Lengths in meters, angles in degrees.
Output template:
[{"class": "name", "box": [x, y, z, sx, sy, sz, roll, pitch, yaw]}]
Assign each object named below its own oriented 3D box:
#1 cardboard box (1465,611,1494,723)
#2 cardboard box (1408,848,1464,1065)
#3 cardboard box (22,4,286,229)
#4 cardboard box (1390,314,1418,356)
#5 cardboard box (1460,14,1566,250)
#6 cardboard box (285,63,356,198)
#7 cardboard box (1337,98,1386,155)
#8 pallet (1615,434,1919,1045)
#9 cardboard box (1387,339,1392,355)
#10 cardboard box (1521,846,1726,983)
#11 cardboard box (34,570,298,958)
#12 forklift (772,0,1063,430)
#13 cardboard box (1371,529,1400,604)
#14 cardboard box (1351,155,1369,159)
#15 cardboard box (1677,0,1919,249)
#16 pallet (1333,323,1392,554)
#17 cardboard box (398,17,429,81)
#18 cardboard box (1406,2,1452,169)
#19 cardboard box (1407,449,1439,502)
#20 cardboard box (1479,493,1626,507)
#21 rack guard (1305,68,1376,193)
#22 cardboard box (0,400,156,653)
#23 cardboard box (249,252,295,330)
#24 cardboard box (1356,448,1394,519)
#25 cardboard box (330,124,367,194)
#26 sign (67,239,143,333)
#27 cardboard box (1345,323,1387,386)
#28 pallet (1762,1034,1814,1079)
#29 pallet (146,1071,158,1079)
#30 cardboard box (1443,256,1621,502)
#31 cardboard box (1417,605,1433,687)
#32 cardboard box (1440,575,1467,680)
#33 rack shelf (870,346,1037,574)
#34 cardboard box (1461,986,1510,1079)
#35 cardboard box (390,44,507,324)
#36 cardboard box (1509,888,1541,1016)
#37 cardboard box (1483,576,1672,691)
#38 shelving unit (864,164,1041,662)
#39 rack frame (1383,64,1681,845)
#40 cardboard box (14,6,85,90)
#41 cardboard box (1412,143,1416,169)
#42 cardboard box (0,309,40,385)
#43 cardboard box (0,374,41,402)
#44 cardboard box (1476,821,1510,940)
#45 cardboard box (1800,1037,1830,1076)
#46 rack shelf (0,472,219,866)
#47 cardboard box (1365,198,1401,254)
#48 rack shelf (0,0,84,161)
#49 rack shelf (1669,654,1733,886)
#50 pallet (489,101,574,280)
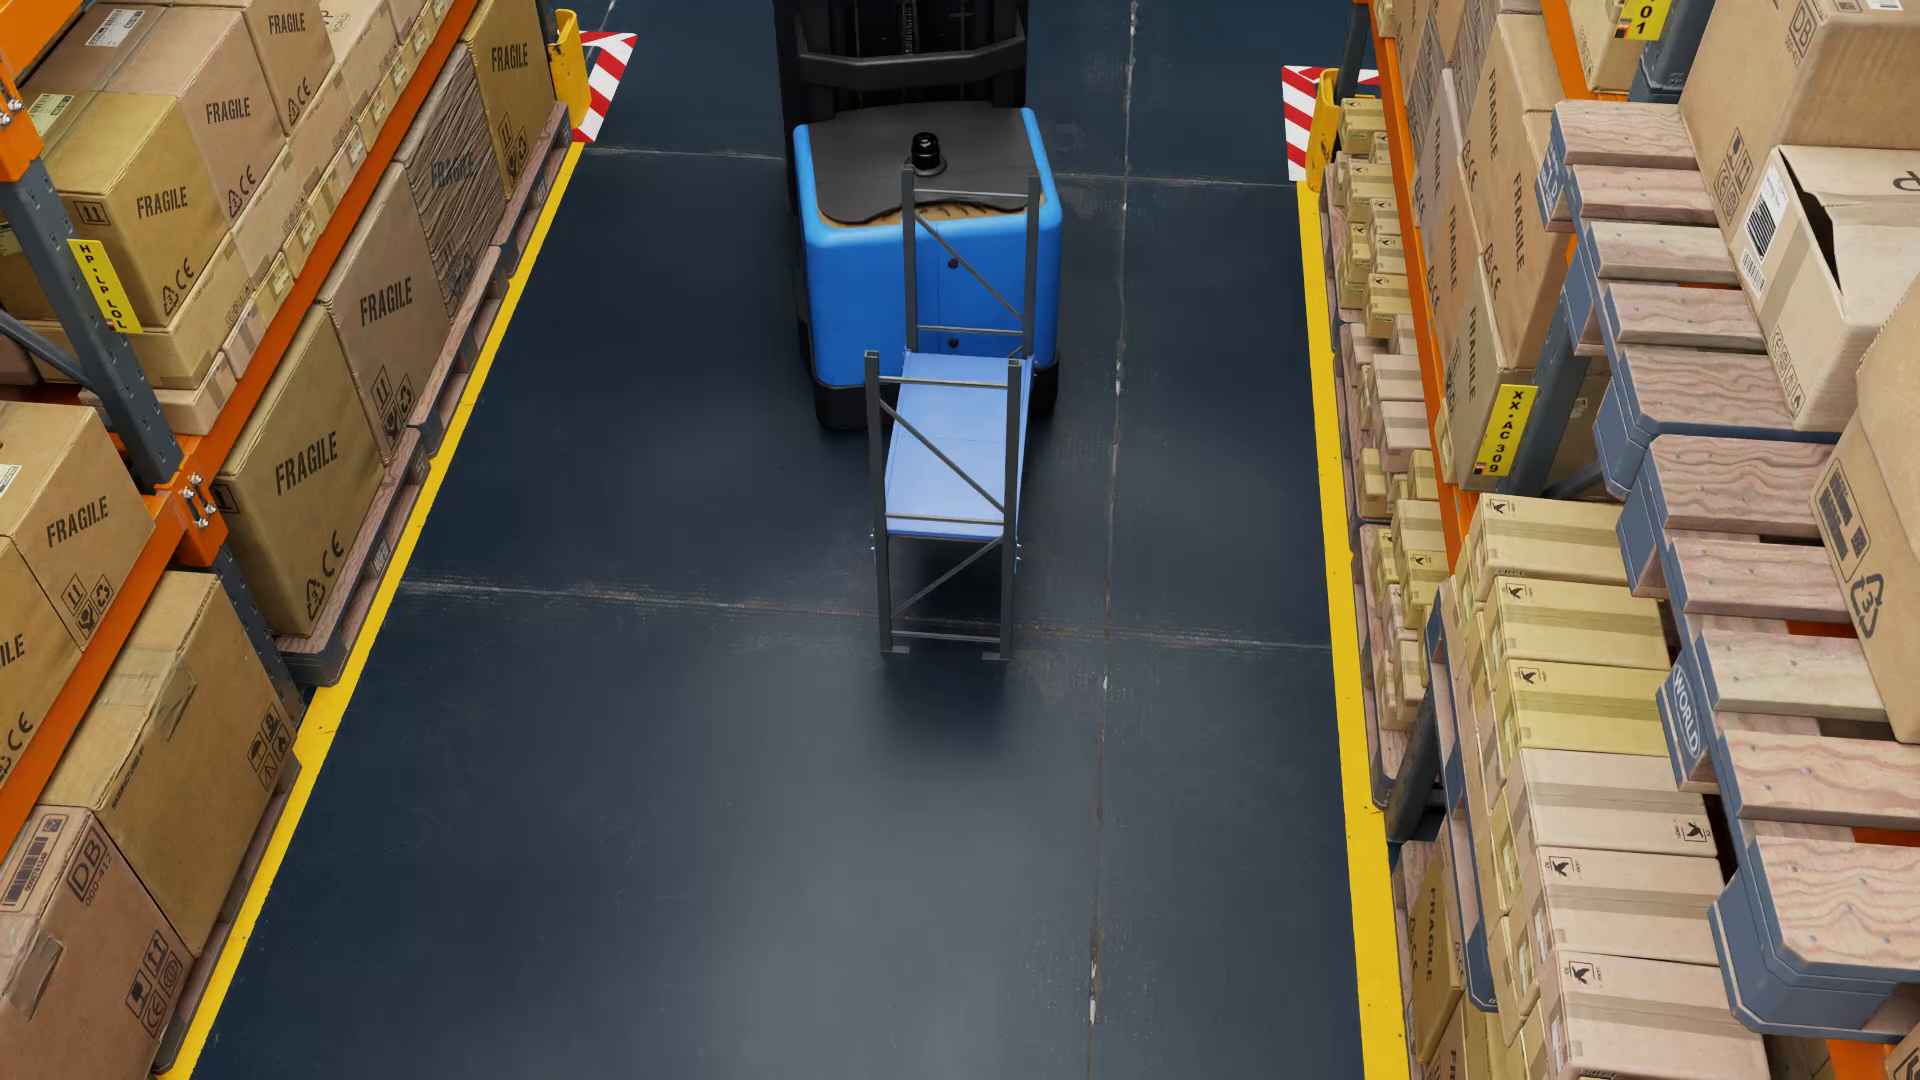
[{"class": "cardboard box", "box": [1.477, 0.326, 4.129, 0.380, 0.149, 0.250, 3, 48, 3]}, {"class": "cardboard box", "box": [1.661, 1.261, 4.999, 0.500, 0.500, 0.500, 6, 48, 5]}, {"class": "cardboard box", "box": [-2.587, -1.372, 5.390, 0.500, 0.500, 0.500, 4, 48, 4]}, {"class": "cardboard box", "box": [1.943, -0.764, 6.686, 0.380, 0.149, 0.250, 4, 48, 4]}, {"class": "cardboard box", "box": [1.808, -1.181, 4.876, 0.500, 0.500, 0.500, 3, 48, 2]}, {"class": "cardboard box", "box": [-2.542, -1.497, 6.012, 0.500, 0.250, 0.500, 5, 48, 4]}, {"class": "cardboard box", "box": [1.971, -1.923, 7.746, 0.380, 0.149, 0.250, 2, 48, 2]}, {"class": "pallet", "box": [1.739, 0.294, 2.569, 1.213, 0.211, 1.003, 4, 48, 4]}, {"class": "cardboard box", "box": [1.994, -0.849, 6.966, 0.380, 0.149, 0.250, 6, 48, 6]}, {"class": "cardboard box", "box": [1.405, 0.800, 3.494, 0.380, 0.149, 0.250, 4, 48, 3]}, {"class": "cardboard box", "box": [-2.976, 0.673, 5.282, 1.225, 0.875, 0.875, 4, 48, 4]}, {"class": "forklift", "box": [-0.284, -2.560, 7.131, 1.130, 2.935, 3.031, -6, 48, -5]}, {"class": "cardboard box", "box": [1.724, 0.104, 6.094, 0.380, 0.149, 0.250, 2, 48, 2]}, {"class": "cardboard box", "box": [2.053, -1.817, 7.851, 0.380, 0.149, 0.250, 6, 48, 5]}, {"class": "cardboard box", "box": [1.848, -0.882, 3.165, 0.700, 0.500, 0.500, 4, 48, 4]}, {"class": "pallet", "box": [2.127, -0.419, 7.016, 1.003, 0.211, 1.213, 4, 48, 4]}, {"class": "cardboard box", "box": [-2.393, -2.003, 6.745, 0.380, 0.149, 0.250, 4, 48, 4]}, {"class": "cardboard box", "box": [1.920, -1.599, 5.936, 0.500, 0.500, 0.500, 3, 48, 3]}, {"class": "cardboard box", "box": [1.866, -0.184, 6.156, 0.380, 0.149, 0.250, 5, 48, 5]}, {"class": "cardboard box", "box": [1.785, -0.107, 5.011, 0.380, 0.149, 0.250, 3, 48, 3]}, {"class": "rack guard", "box": [2.350, -2.006, 8.271, 1.175, 0.500, 0.348, 4, 48, 4]}, {"class": "cardboard box", "box": [-2.709, -0.045, 4.717, 0.500, 0.500, 0.500, 4, 48, 4]}, {"class": "cardboard box", "box": [-2.532, -0.870, 5.709, 0.380, 0.149, 0.250, 5, 48, 5]}, {"class": "cardboard box", "box": [1.783, -0.217, 6.589, 0.380, 0.149, 0.250, 4, 48, 3]}, {"class": "cardboard box", "box": [-2.462, -1.436, 6.227, 0.380, 0.149, 0.250, 4, 48, 4]}, {"class": "sign", "box": [-2.397, -0.708, 4.660, 0.100, 0.325, 0.005, 4, 48, 4]}, {"class": "cardboard box", "box": [1.862, -0.789, 7.112, 0.380, 0.149, 0.250, 2, 48, 2]}, {"class": "pallet", "box": [1.767, 1.581, 3.427, 1.003, 0.211, 1.213, 4, 48, 4]}, {"class": "pallet", "box": [-3.042, 2.039, 4.768, 1.003, 0.211, 1.213, 4, 48, 4]}, {"class": "cardboard box", "box": [1.755, -0.474, 4.908, 0.500, 0.500, 0.500, 4, 48, 4]}, {"class": "cardboard box", "box": [1.765, 0.375, 5.644, 0.380, 0.149, 0.250, 5, 48, 5]}, {"class": "cardboard box", "box": [1.498, 0.236, 4.413, 0.380, 0.149, 0.250, 2, 48, 2]}, {"class": "rack shelf", "box": [-0.008, -0.322, 6.298, 0.538, 0.185, 1.000, 4, 48, 4]}, {"class": "cardboard box", "box": [1.616, 1.400, 4.364, 0.500, 0.250, 0.500, 5, 48, 5]}, {"class": "cardboard box", "box": [-2.635, -1.593, 7.356, 0.875, 0.875, 0.875, 4, 48, 4]}, {"class": "cardboard box", "box": [1.408, 0.905, 3.599, 0.380, 0.149, 0.250, 6, 48, 5]}, {"class": "cardboard box", "box": [1.479, 0.240, 4.006, 0.380, 0.149, 0.250, 5, 48, 5]}, {"class": "shelving unit", "box": [-0.008, -0.443, 6.165, 0.538, 1.500, 1.048, 4, 48, 4]}, {"class": "rack frame", "box": [1.992, 0.034, 4.712, 1.000, 3.000, 0.127, 4, 48, 4]}, {"class": "cardboard box", "box": [-3.112, -1.400, 5.416, 0.500, 0.500, 0.500, 4, 48, 4]}, {"class": "cardboard box", "box": [1.909, -1.454, 6.244, 0.380, 0.149, 0.250, 5, 48, 5]}, {"class": "cardboard box", "box": [-3.159, -0.765, 5.343, 0.500, 0.250, 0.500, 3, 48, 3]}, {"class": "cardboard box", "box": [-3.236, -0.535, 5.403, 0.380, 0.149, 0.250, 4, 48, 4]}, {"class": "cardboard box", "box": [1.428, 0.808, 3.890, 0.380, 0.149, 0.250, 4, 48, 4]}, {"class": "cardboard box", "box": [2.063, 1.045, 3.673, 0.380, 0.149, 0.250, 2, 48, 2]}, {"class": "rack shelf", "box": [-3.120, 1.339, 4.006, 1.077, 0.370, 4.000, 4, 48, 4]}, {"class": "cardboard box", "box": [1.975, -1.348, 7.220, 0.380, 0.149, 0.250, 2, 48, 2]}, {"class": "rack shelf", "box": [-2.756, -2.613, 5.588, 1.077, 0.370, 4.000, 4, 48, 4]}, {"class": "rack shelf", "box": [1.810, 1.747, 3.633, 1.077, 0.370, 4.000, 4, 48, 4]}, {"class": "pallet", "box": [-2.568, -1.779, 8.260, 1.003, 0.211, 1.213, 4, 48, 4]}]
